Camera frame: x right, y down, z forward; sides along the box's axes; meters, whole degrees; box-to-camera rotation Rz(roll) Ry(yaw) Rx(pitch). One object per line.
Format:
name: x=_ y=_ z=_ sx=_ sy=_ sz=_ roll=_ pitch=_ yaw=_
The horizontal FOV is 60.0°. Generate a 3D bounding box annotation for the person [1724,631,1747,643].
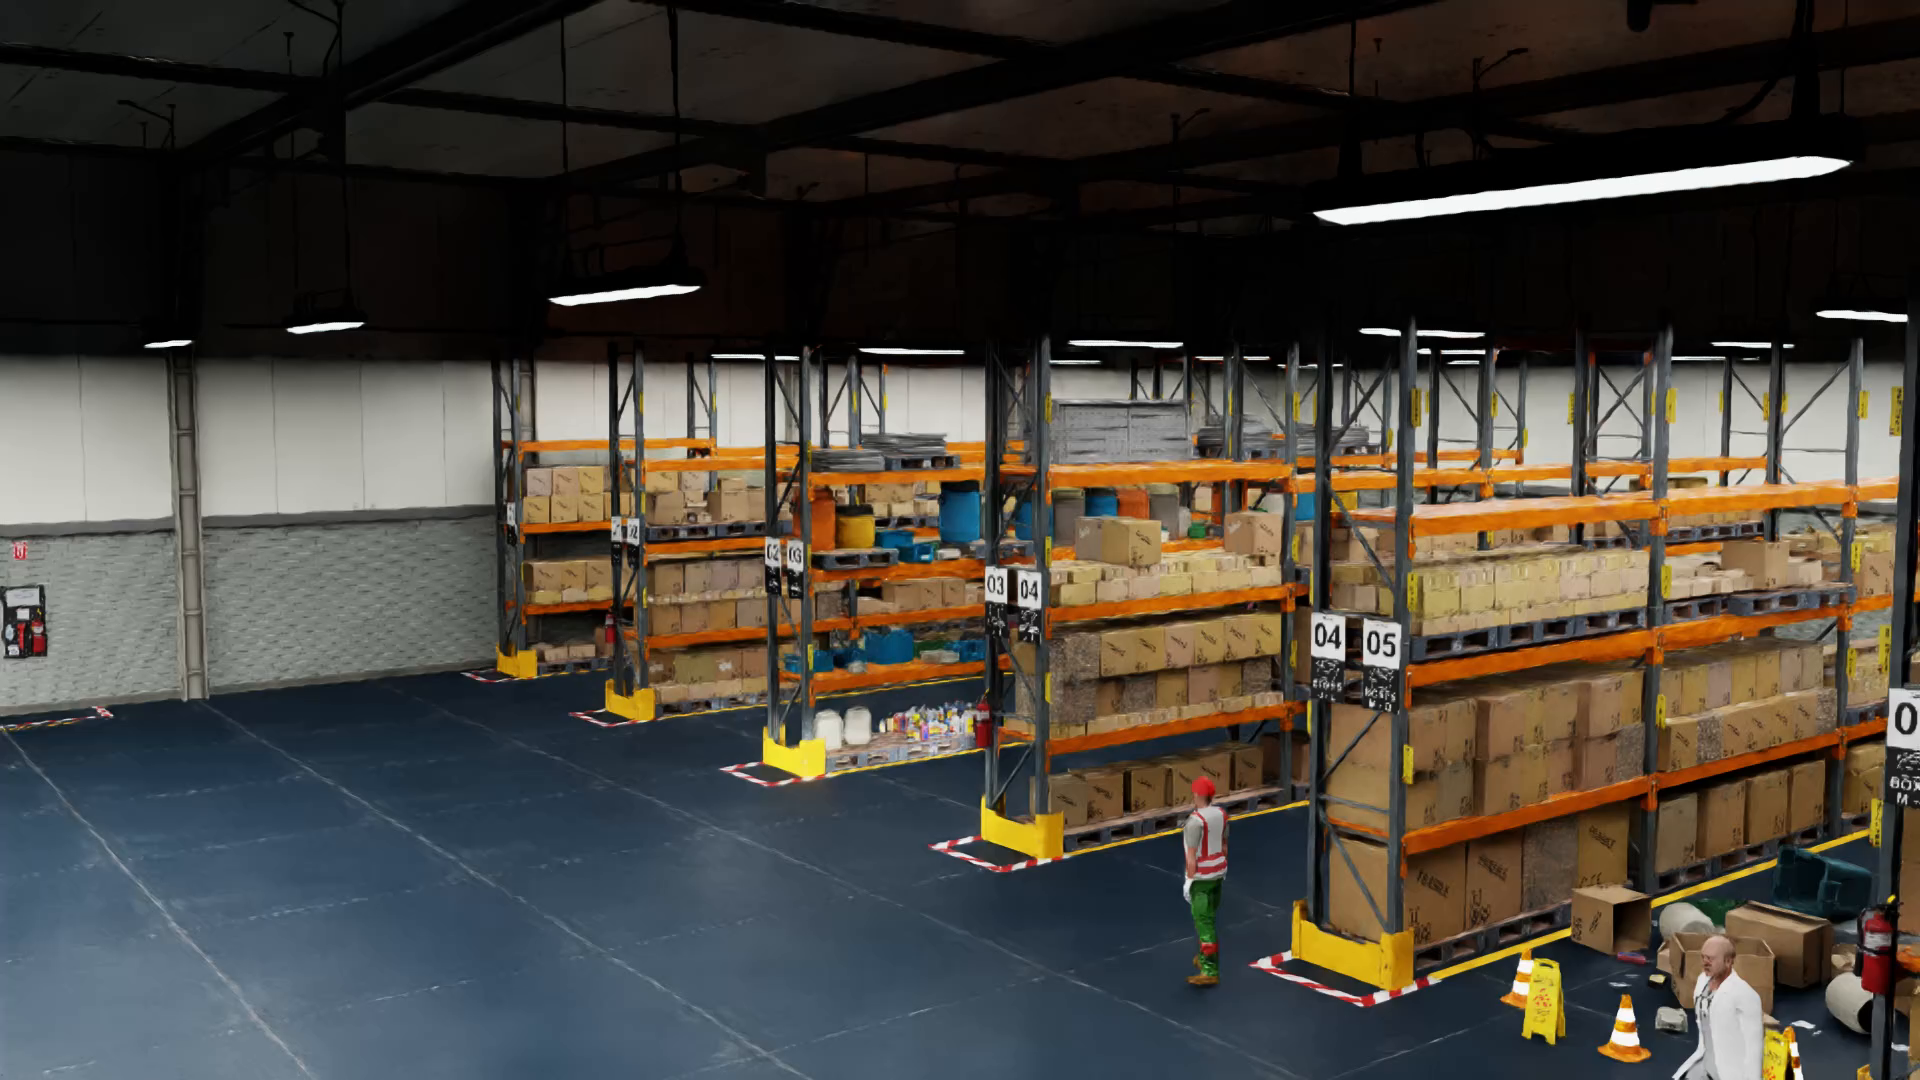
person: x=11.864 y=2.081 z=25.360 sx=1.040 sy=1.709 sz=0.556 roll=-4 pitch=6 yaw=-38

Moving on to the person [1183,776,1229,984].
person: x=2.157 y=2.977 z=14.717 sx=0.506 sy=1.790 sz=0.642 roll=5 pitch=7 yaw=42

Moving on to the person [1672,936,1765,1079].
person: x=4.931 y=3.375 z=10.643 sx=1.036 sy=1.722 sz=0.635 roll=-1 pitch=5 yaw=-16
